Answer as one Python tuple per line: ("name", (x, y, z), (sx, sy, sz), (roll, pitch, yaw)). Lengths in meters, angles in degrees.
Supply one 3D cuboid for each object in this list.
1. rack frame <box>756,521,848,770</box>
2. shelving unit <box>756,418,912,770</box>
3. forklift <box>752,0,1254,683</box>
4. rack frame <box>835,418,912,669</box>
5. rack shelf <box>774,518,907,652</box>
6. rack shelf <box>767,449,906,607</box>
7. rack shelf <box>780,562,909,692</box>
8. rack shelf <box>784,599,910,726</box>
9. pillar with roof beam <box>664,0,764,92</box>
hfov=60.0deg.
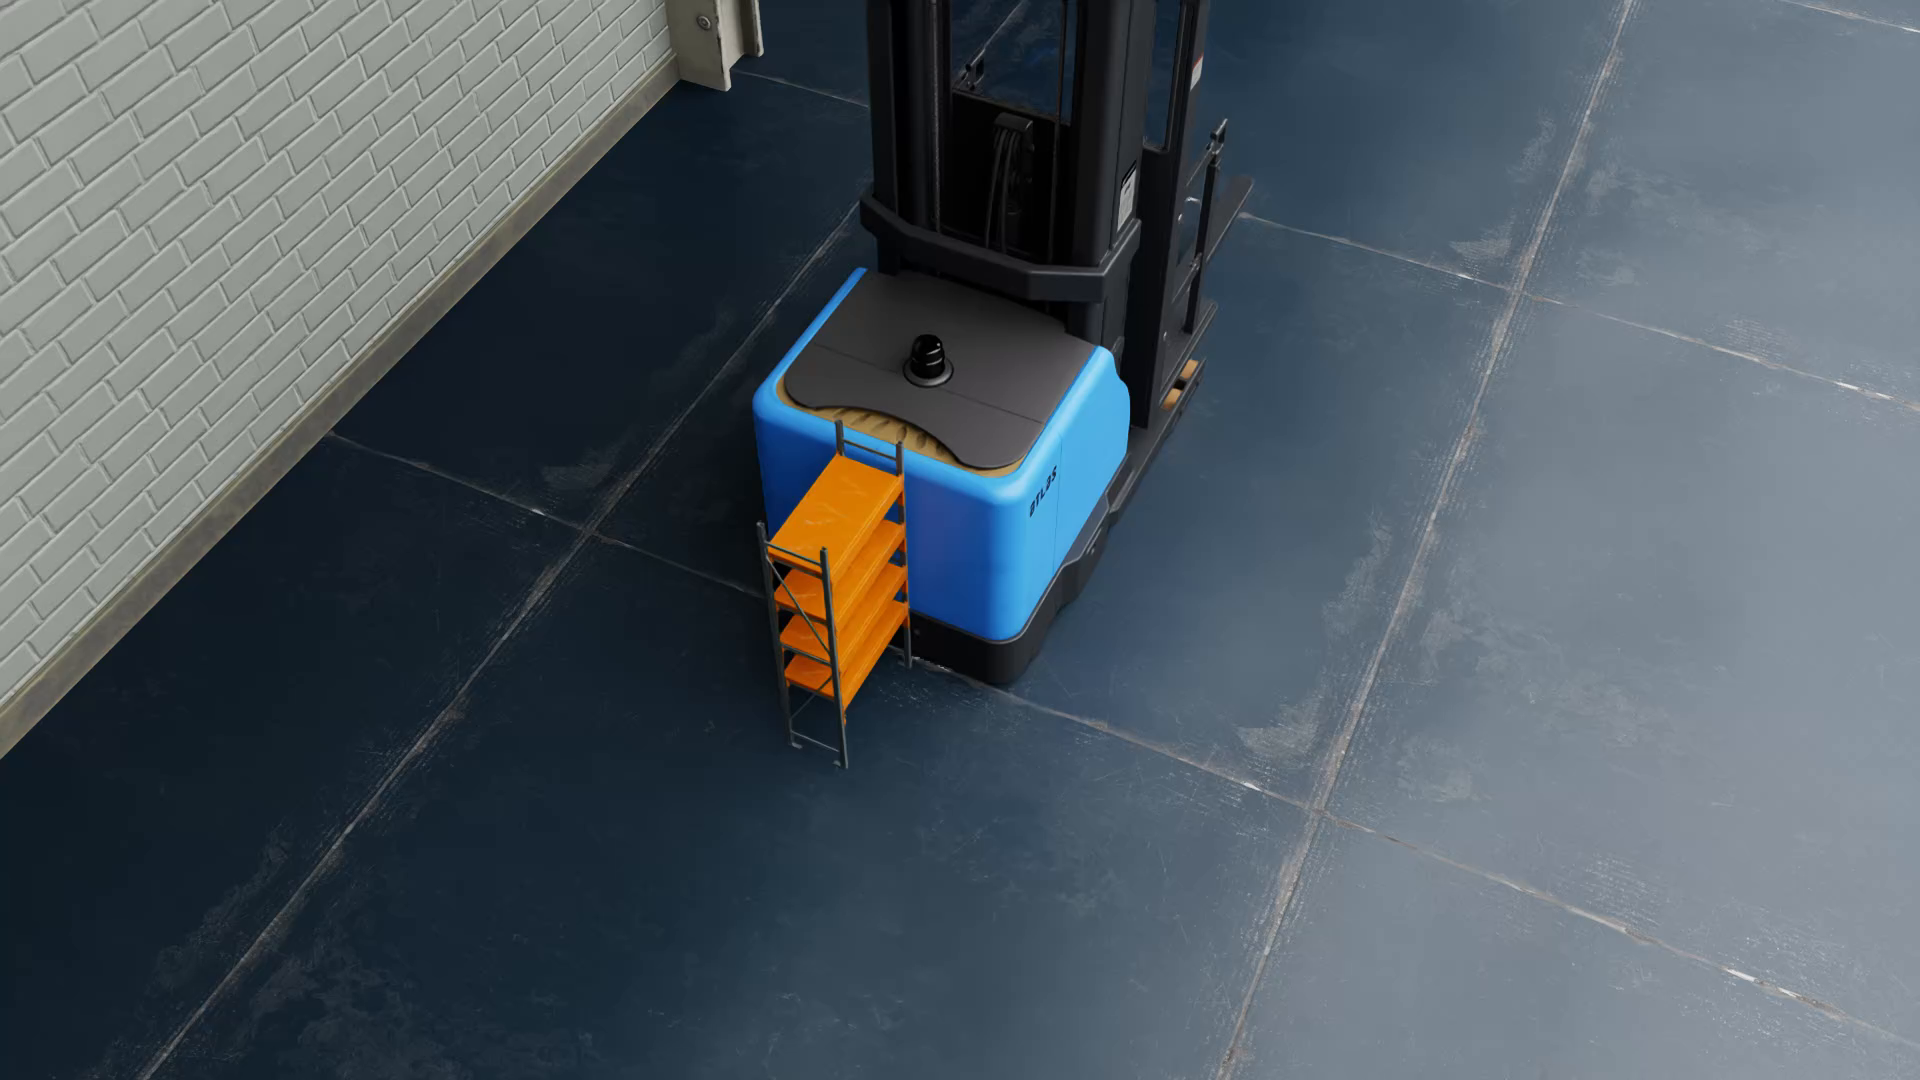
("rack frame", (-0.506, 0.378, 5.456), (0.240, 1.200, 0.015), (21, 53, 17))
("shelving unit", (-0.398, 0.211, 5.597), (0.258, 1.200, 0.503), (21, 53, 17))
("forklift", (0.388, -1.566, 5.973), (1.130, 2.935, 3.031), (21, 53, 17))
("rack frame", (-0.290, 0.045, 5.739), (0.240, 1.200, 0.015), (21, 53, 17))
("rack shelf", (-0.398, 0.110, 5.478), (0.258, 0.148, 0.480), (21, 53, 17))
("rack shelf", (-0.398, -0.043, 5.298), (0.258, 0.148, 0.480), (21, 53, 17))
("rack shelf", (-0.398, 0.255, 5.649), (0.258, 0.148, 0.480), (21, 53, 17))
("rack shelf", (-0.398, 0.384, 5.800), (0.258, 0.148, 0.480), (21, 53, 17))
("pillar with roof beam", (2.639, -3.998, 4.059), (9.100, 9.000, 0.400), (20, 52, 16))
